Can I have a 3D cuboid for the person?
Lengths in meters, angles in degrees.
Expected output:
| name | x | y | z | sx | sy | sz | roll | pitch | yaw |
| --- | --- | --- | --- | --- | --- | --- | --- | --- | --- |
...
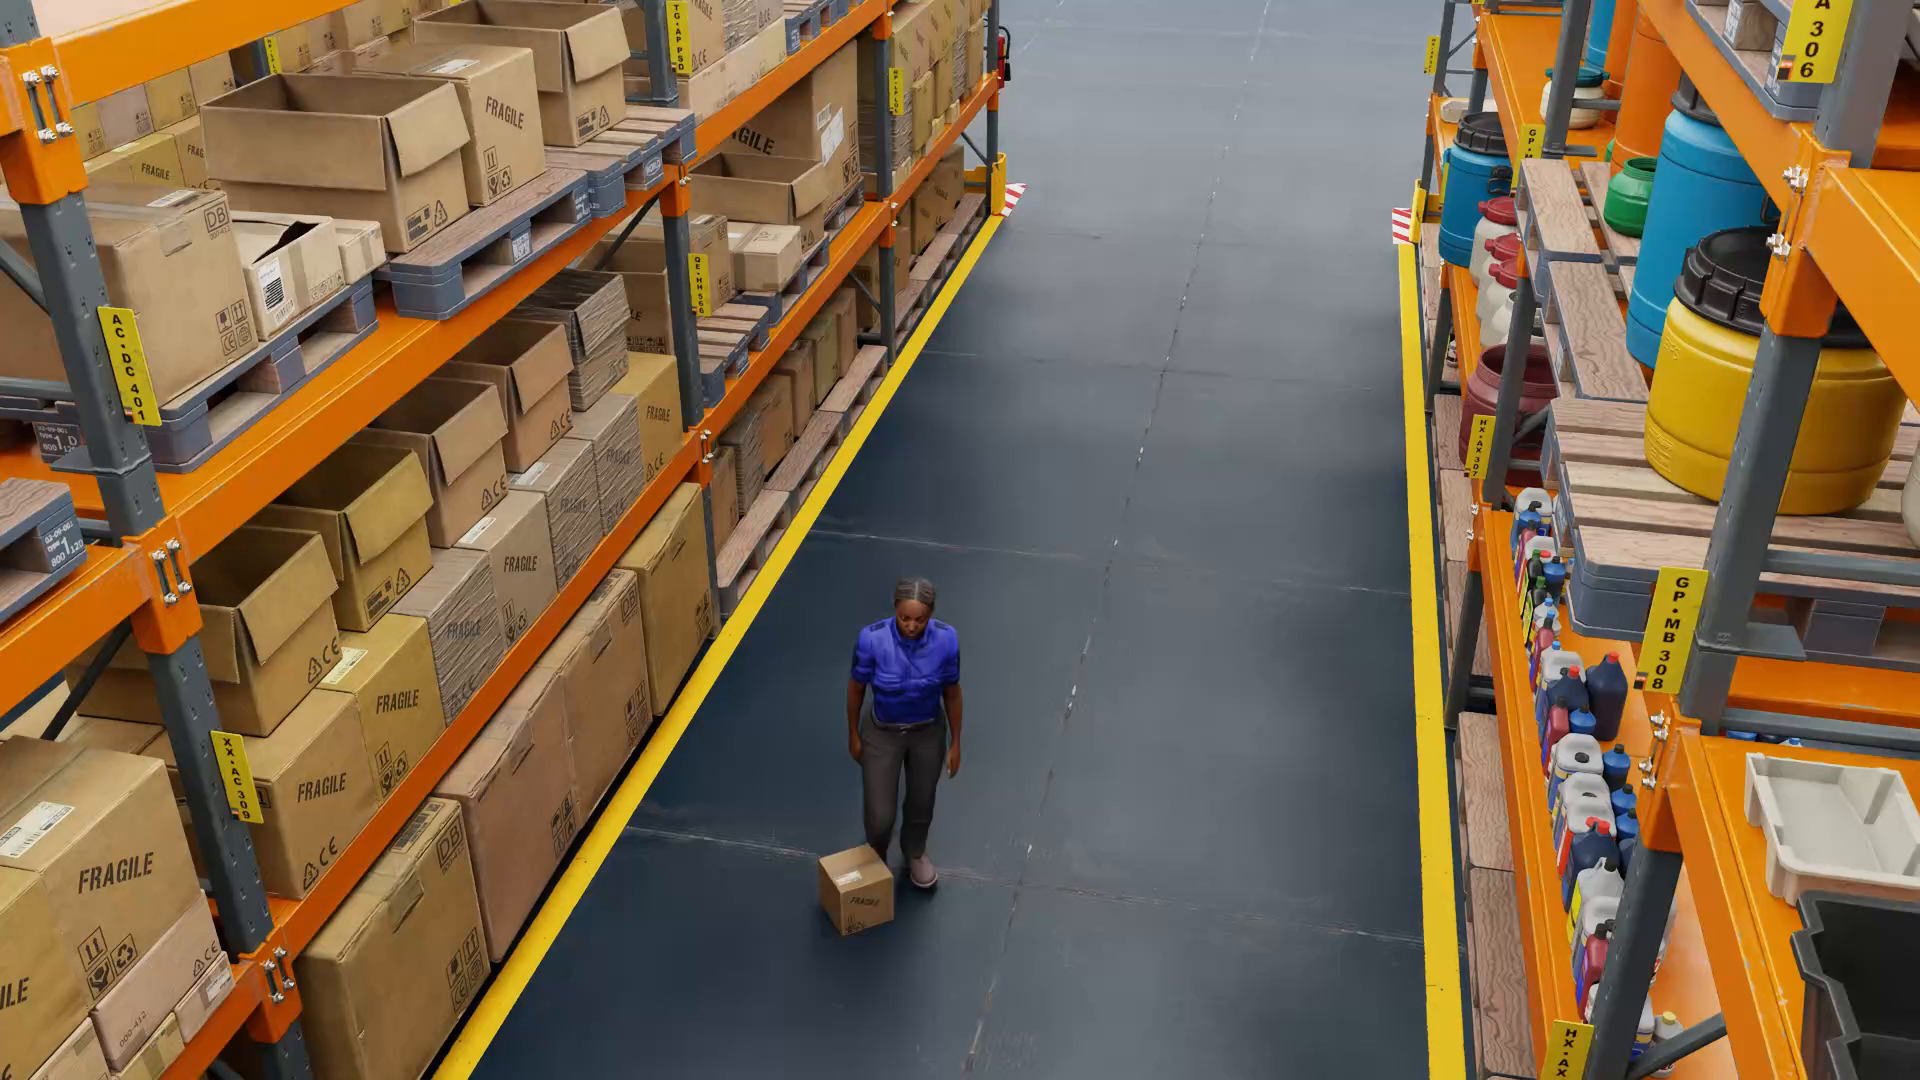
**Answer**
| name | x | y | z | sx | sy | sz | roll | pitch | yaw |
| --- | --- | --- | --- | --- | --- | --- | --- | --- | --- |
| person | -0.236 | 0.832 | 7.081 | 0.475 | 1.660 | 0.438 | -7 | 30 | -12 |
